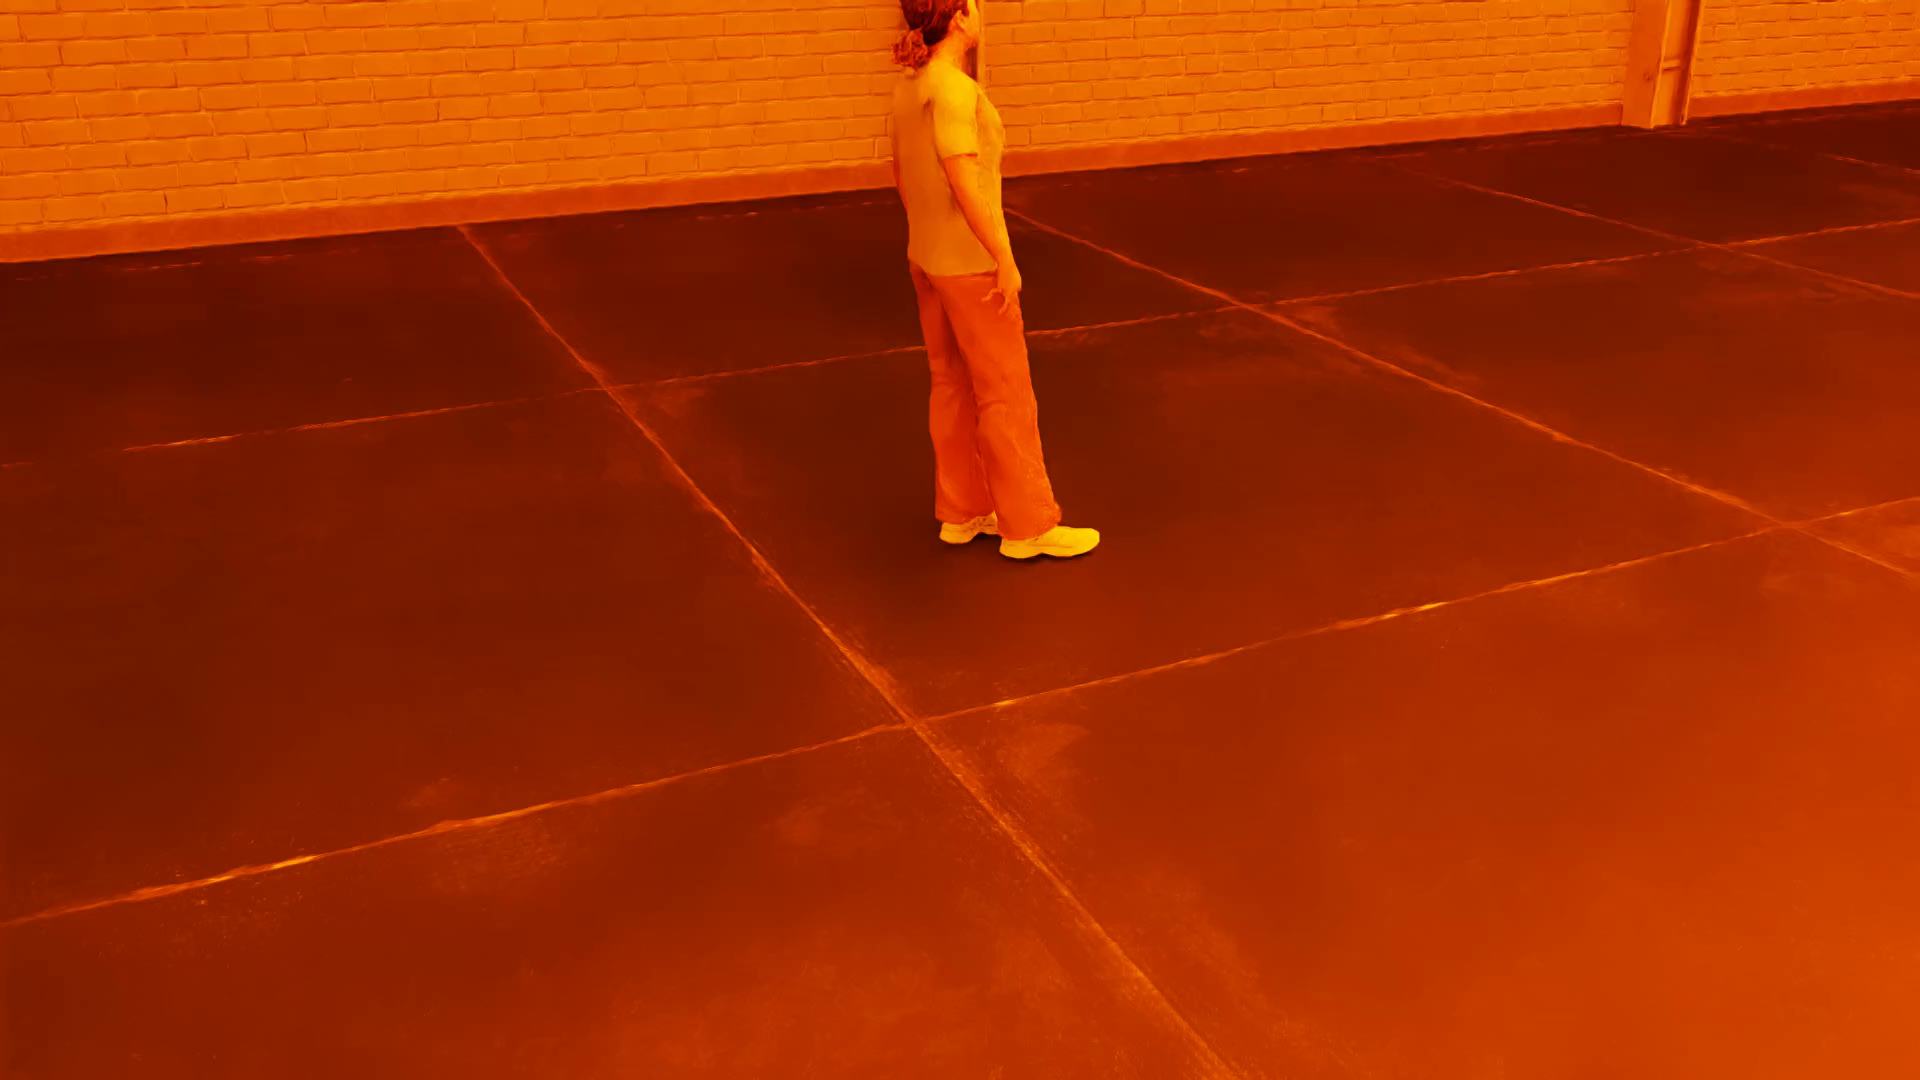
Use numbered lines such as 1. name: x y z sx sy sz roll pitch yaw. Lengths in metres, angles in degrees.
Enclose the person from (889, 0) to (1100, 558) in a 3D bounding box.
1. person: 0.072 -0.788 4.802 0.548 1.674 0.554 -10 25 -23
